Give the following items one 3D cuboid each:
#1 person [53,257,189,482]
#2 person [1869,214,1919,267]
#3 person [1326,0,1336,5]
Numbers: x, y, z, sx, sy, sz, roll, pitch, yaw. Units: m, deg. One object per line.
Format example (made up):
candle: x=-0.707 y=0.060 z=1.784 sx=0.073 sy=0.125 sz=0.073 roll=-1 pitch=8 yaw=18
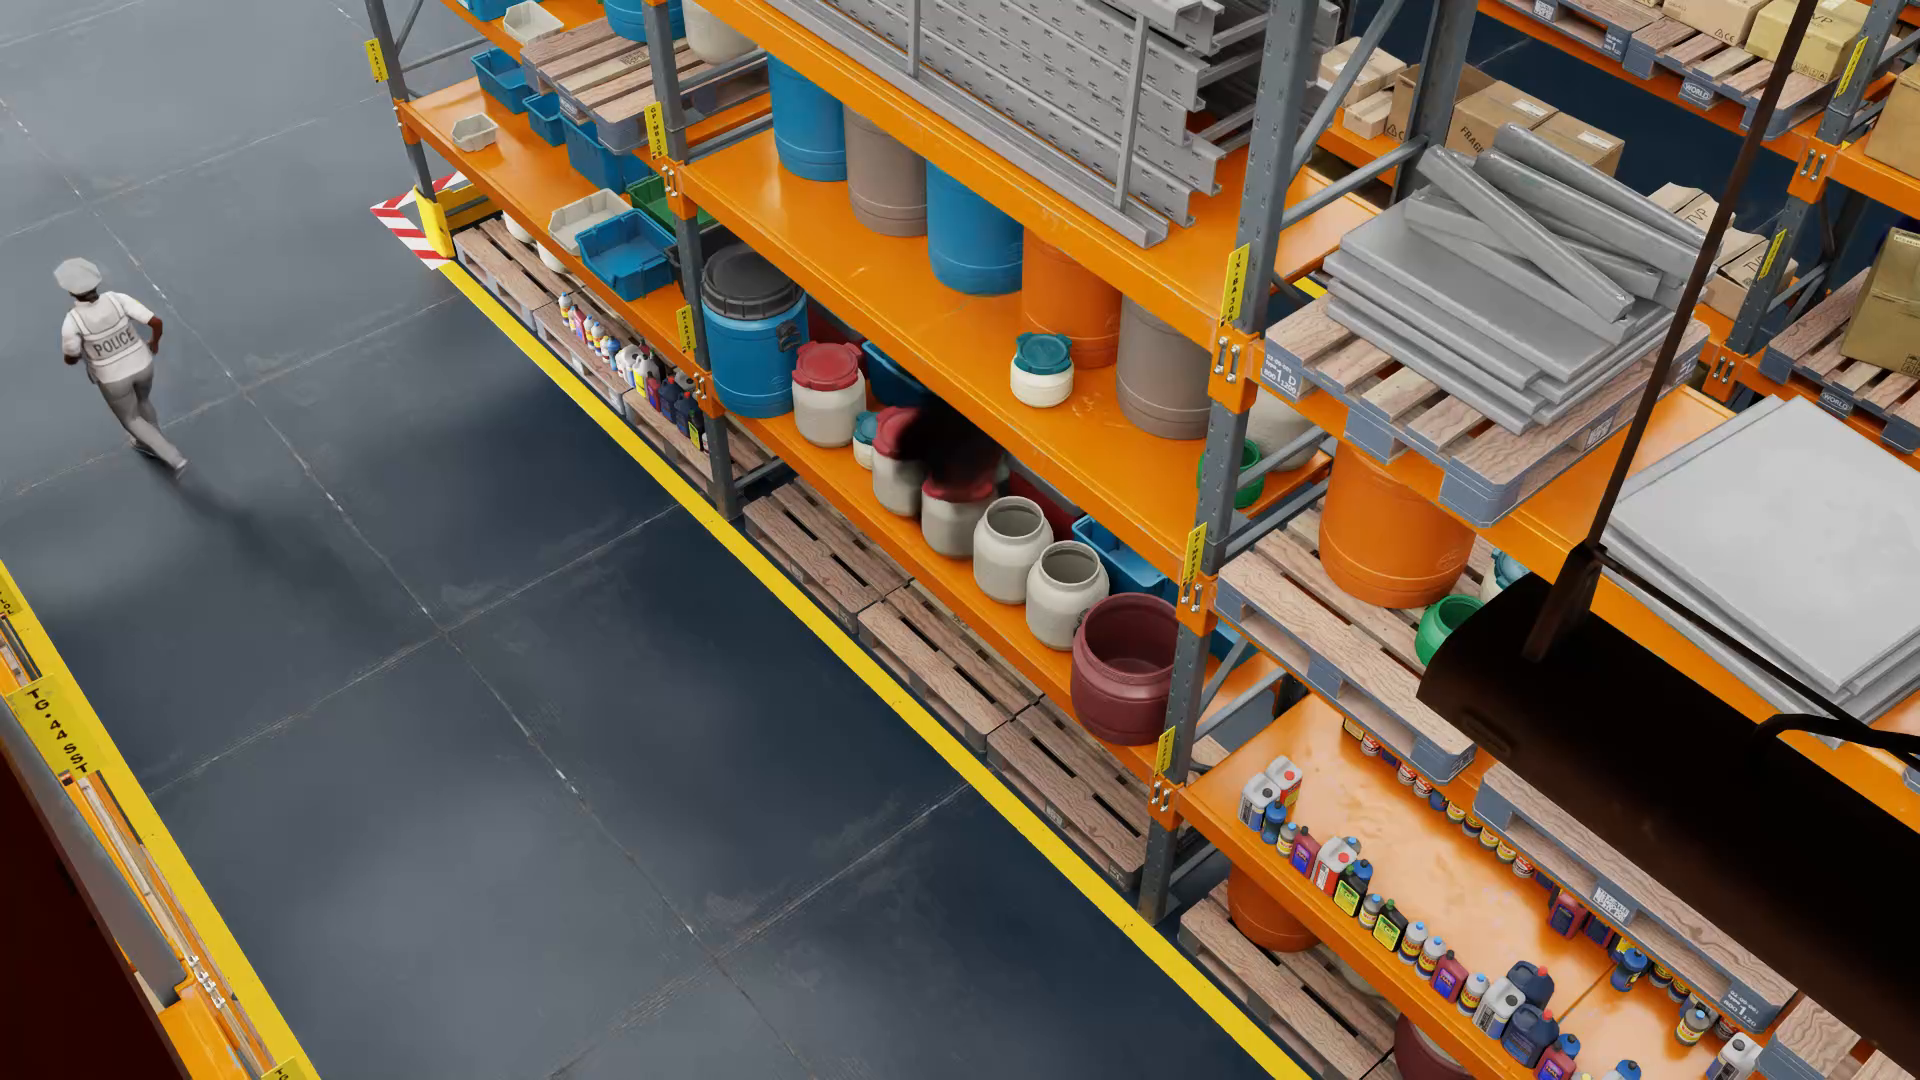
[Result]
person: x=-5.423 y=-1.089 z=10.842 sx=0.835 sy=1.669 sz=0.600 roll=31 pitch=54 yaw=26
person: x=6.964 y=-2.219 z=11.956 sx=0.748 sy=1.708 sz=0.582 roll=32 pitch=54 yaw=27
person: x=3.249 y=-4.761 z=14.313 sx=0.599 sy=1.736 sz=0.685 roll=32 pitch=54 yaw=27
